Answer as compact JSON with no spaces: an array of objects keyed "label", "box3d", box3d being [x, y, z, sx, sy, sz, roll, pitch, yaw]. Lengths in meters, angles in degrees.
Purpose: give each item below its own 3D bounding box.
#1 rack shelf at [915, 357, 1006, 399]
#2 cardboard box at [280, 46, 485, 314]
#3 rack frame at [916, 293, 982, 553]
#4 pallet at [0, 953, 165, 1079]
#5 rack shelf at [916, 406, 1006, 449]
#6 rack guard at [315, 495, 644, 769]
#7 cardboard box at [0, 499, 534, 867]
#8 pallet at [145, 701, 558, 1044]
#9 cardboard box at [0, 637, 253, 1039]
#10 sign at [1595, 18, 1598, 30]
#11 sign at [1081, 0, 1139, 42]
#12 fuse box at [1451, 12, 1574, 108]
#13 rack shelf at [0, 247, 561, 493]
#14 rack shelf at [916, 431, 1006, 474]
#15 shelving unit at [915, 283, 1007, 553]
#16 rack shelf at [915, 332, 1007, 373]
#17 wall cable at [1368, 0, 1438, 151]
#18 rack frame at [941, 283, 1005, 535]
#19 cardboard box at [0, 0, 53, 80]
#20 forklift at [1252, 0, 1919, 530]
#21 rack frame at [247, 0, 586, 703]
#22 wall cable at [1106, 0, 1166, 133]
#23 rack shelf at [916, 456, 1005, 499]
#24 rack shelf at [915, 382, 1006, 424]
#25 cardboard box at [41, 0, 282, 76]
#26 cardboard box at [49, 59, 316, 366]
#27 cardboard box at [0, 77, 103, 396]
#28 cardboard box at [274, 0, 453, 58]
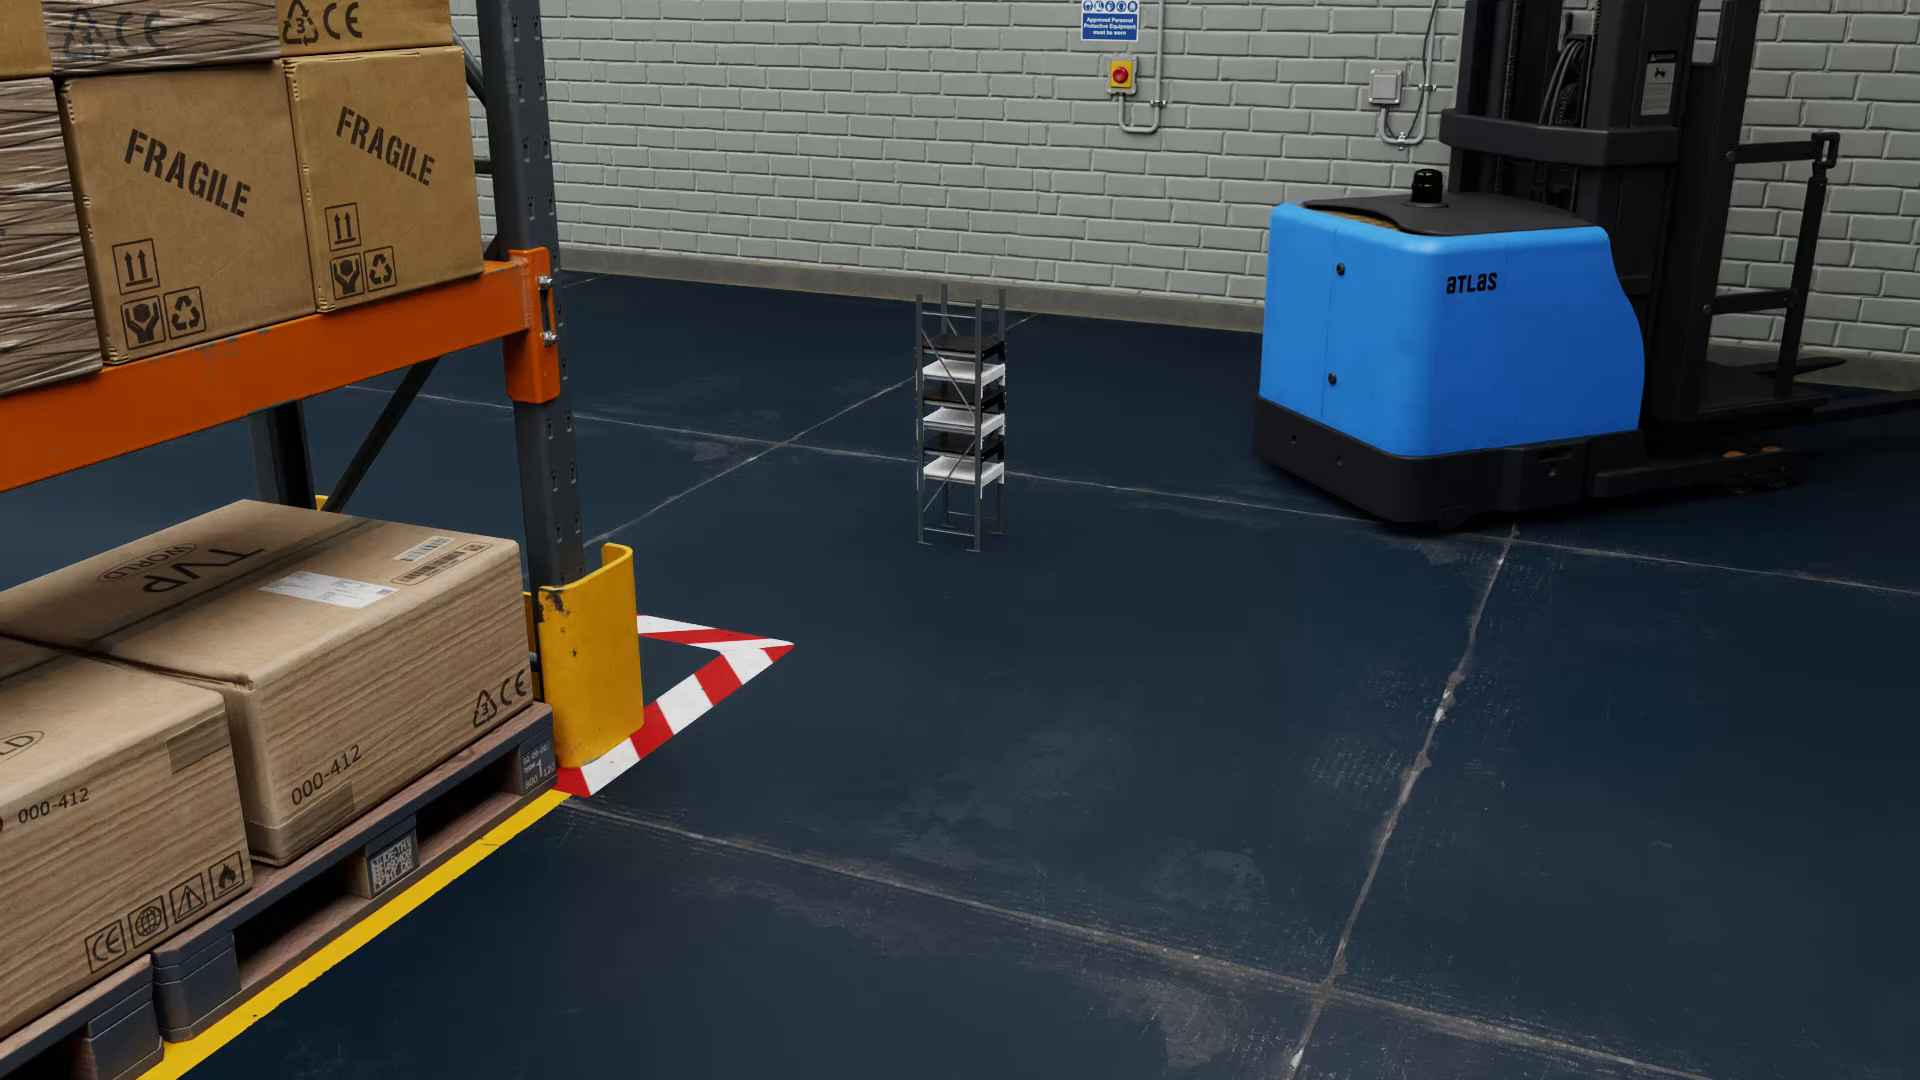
[{"label":"rack shelf","box3d":[0.003,-0.565,5.776,0.258,0.077,0.200,9,21,23]},{"label":"cardboard box","box3d":[-1.413,-0.803,3.601,0.500,0.500,0.500,9,21,23]},{"label":"rack frame","box3d":[-0.038,-0.395,5.738,0.240,0.900,0.006,9,21,23]},{"label":"pallet","box3d":[-2.214,1.001,2.840,1.003,0.211,1.213,9,21,23]},{"label":"rack shelf","box3d":[0.003,-0.395,5.836,0.258,0.077,0.200,9,21,23]},{"label":"rack guard","box3d":[-1.447,0.231,4.574,1.175,0.500,0.348,9,21,23]},{"label":"cardboard box","box3d":[-1.636,0.285,3.888,0.875,0.438,0.875,8,21,21]},{"label":"pallet","box3d":[-1.713,0.629,3.885,1.003,0.211,1.213,9,21,23]},{"label":"cardboard box","box3d":[-2.003,0.566,3.098,0.875,0.438,0.875,9,22,24]},{"label":"sign","box3d":[3.223,-2.285,8.058,0.329,0.494,0.001,9,21,23]},{"label":"sign","box3d":[0.812,-2.819,9.017,0.327,0.218,0.001,9,21,23]},{"label":"fuse box","box3d":[2.688,-1.727,8.271,0.539,1.711,0.414,9,21,23]},{"label":"rack shelf","box3d":[-2.276,0.011,2.536,1.077,0.370,4.000,9,21,23]},{"label":"rack shelf","box3d":[0.003,-0.310,5.866,0.258,0.077,0.200,9,21,23]},{"label":"shelving unit","box3d":[0.003,-0.426,5.825,0.258,0.900,0.210,9,21,23]},{"label":"rack shelf","box3d":[0.003,-0.649,5.746,0.258,0.077,0.200,9,21,23]},{"label":"wall cable","box3d":[2.130,-2.954,8.283,0.588,1.984,0.122,9,21,23]},{"label":"rack frame","box3d":[0.045,-0.458,5.912,0.240,0.900,0.006,9,21,23]},{"label":"cardboard box","box3d":[-1.829,-0.963,2.560,0.500,0.500,0.500,8,21,22]},{"label":"forklift","box3d":[2.755,-1.715,6.418,3.031,2.935,1.130,-8,21,-21]},{"label":"rack frame","box3d":[-1.457,-0.940,4.135,1.000,3.000,0.127,9,21,23]},{"label":"wall cable","box3d":[0.831,-3.160,8.815,0.585,1.953,0.123,9,21,23]},{"label":"rack shelf","box3d":[0.003,-0.225,5.896,0.258,0.077,0.200,9,21,23]},{"label":"rack shelf","box3d":[0.003,-0.480,5.806,0.258,0.077,0.200,9,21,23]},{"label":"cardboard box","box3d":[-1.624,-1.114,2.984,0.500,0.500,0.500,9,21,23]},{"label":"cardboard box","box3d":[-1.632,-0.652,3.176,0.500,0.500,0.500,8,21,22]},{"label":"cardboard box","box3d":[-1.834,-0.493,2.730,0.500,0.500,0.500,9,22,24]},{"label":"cardboard box","box3d":[-1.437,-1.278,3.444,0.500,0.500,0.500,9,22,24]}]
